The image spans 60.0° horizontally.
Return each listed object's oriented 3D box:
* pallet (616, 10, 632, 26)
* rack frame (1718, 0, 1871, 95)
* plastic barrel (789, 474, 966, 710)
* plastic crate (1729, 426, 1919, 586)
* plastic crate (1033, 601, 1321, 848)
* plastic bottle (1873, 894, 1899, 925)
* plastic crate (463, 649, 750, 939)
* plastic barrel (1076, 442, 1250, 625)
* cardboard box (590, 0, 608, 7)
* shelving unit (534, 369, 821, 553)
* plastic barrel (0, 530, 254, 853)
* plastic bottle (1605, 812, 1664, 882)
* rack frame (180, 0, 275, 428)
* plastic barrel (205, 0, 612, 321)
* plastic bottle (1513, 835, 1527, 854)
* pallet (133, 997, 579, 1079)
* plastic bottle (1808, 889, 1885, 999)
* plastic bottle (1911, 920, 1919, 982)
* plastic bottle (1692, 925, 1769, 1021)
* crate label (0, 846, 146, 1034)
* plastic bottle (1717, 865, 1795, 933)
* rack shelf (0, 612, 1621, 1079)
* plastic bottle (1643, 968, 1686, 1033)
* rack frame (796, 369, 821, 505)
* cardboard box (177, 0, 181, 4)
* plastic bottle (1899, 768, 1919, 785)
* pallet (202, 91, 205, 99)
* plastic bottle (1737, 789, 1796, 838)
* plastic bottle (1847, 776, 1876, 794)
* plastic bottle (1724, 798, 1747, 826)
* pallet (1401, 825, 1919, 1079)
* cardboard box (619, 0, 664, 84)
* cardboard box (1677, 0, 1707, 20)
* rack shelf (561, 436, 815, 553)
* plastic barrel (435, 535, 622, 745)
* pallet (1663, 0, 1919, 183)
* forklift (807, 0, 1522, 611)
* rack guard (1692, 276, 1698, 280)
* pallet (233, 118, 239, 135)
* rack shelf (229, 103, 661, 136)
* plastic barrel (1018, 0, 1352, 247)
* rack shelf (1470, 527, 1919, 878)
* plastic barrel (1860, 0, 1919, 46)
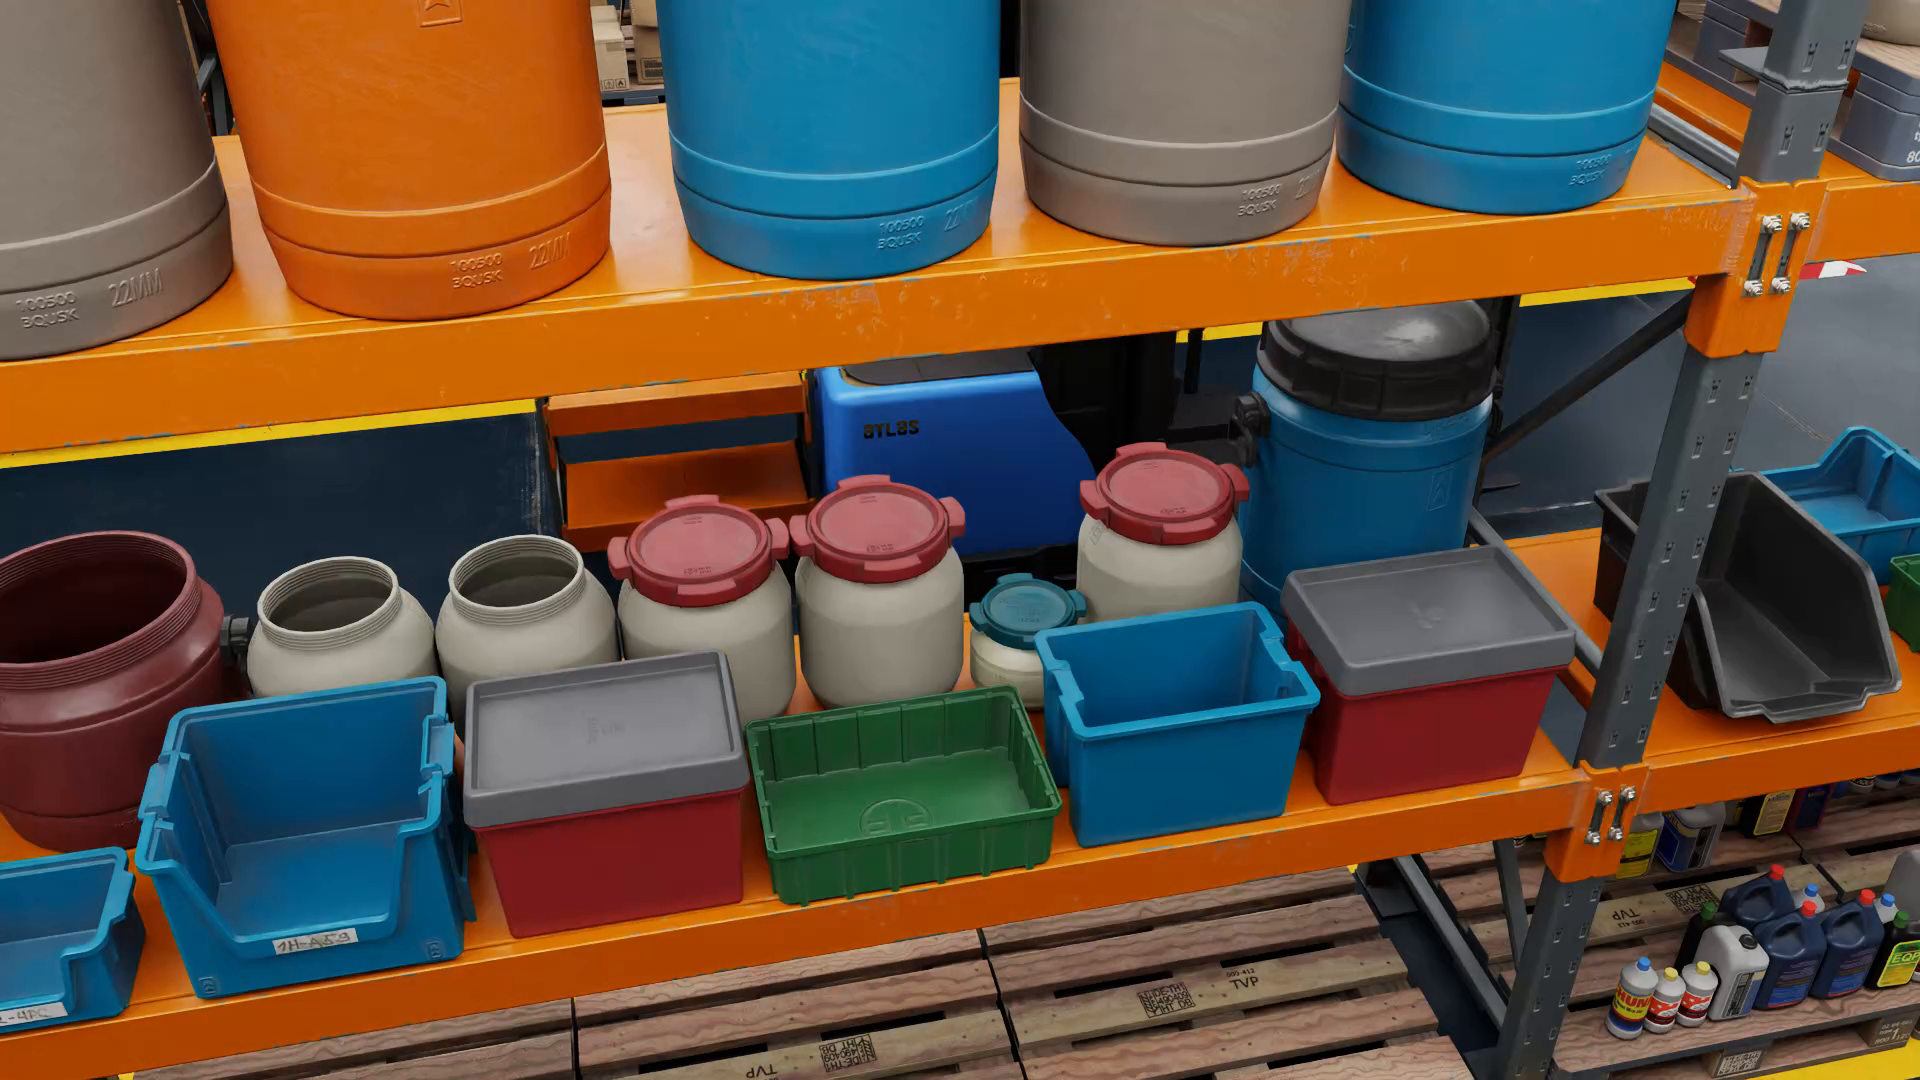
[{"bbox_3d":[-2.520,-3.820,12.753,1.213,0.211,1.003,-7,35,-11],"label":"pallet"},{"bbox_3d":[1.497,-2.357,2.686,0.127,3.000,1.000,-7,35,-11],"label":"rack frame"},{"bbox_3d":[-0.201,0.166,4.188,0.433,0.535,0.433,0,34,0],"label":"plastic barrel"},{"bbox_3d":[2.516,-0.088,4.822,0.616,0.251,0.499,-7,35,-11],"label":"plastic crate"},{"bbox_3d":[0.489,0.446,3.908,0.575,0.384,0.392,-7,35,-11],"label":"plastic crate"},{"bbox_3d":[2.695,1.149,4.899,0.097,0.271,0.097,0,34,0],"label":"plastic bottle"},{"bbox_3d":[-0.761,0.567,3.656,0.583,0.464,0.402,-7,35,-11],"label":"plastic crate"},{"bbox_3d":[0.515,0.076,4.322,0.433,0.535,0.433,0,34,0],"label":"plastic barrel"},{"bbox_3d":[-3.027,-4.150,12.384,0.750,0.750,1.050,-7,34,-10],"label":"cardboard box"},{"bbox_3d":[-1.124,-0.337,6.742,1.048,1.125,0.538,-7,34,-10],"label":"shelving unit"},{"bbox_3d":[-2.019,0.348,3.918,0.708,0.536,0.600,-7,35,-11],"label":"plastic barrel"},{"bbox_3d":[2.093,0.894,5.208,0.185,0.351,0.144,-7,35,-11],"label":"plastic bottle"},{"bbox_3d":[-3.498,-2.066,7.637,0.127,3.000,1.000,-7,35,-11],"label":"rack frame"},{"bbox_3d":[-0.918,-0.861,2.764,0.708,0.830,0.600,-7,35,-11],"label":"plastic barrel"},{"bbox_3d":[1.782,0.900,5.334,0.097,0.201,0.097,0,34,0],"label":"plastic bottle"},{"bbox_3d":[-1.641,1.710,4.513,1.213,0.211,1.003,-7,35,-11],"label":"pallet"},{"bbox_3d":[2.560,1.155,4.820,0.185,0.351,0.144,-9,35,-13],"label":"plastic bottle"},{"bbox_3d":[2.841,1.195,4.894,0.097,0.201,0.097,0,34,0],"label":"plastic bottle"},{"bbox_3d":[2.213,1.227,4.779,0.135,0.276,0.152,-6,34,-9],"label":"plastic bottle"},{"bbox_3d":[-1.911,0.847,3.445,0.416,0.233,0.303,-7,35,-11],"label":"crate label"},{"bbox_3d":[2.344,1.100,4.902,0.185,0.351,0.144,-7,35,-11],"label":"plastic bottle"},{"bbox_3d":[-0.454,0.679,4.192,4.000,0.370,1.077,-7,35,-11],"label":"rack shelf"},{"bbox_3d":[2.003,1.300,4.737,0.097,0.201,0.097,0,34,0],"label":"plastic bottle"},{"bbox_3d":[-0.627,-0.394,6.828,0.032,1.125,0.500,-7,34,-10],"label":"rack frame"},{"bbox_3d":[-5.593,-3.927,11.604,0.500,0.250,0.500,-7,34,-10],"label":"cardboard box"},{"bbox_3d":[3.227,0.688,5.586,0.097,0.271,0.097,0,34,0],"label":"plastic bottle"},{"bbox_3d":[-5.256,-3.521,12.307,1.213,0.211,1.003,-7,35,-11],"label":"pallet"},{"bbox_3d":[2.611,0.833,5.360,0.133,0.283,0.061,-7,35,-11],"label":"plastic bottle"},{"bbox_3d":[3.032,0.742,5.569,0.097,0.201,0.097,0,34,0],"label":"plastic bottle"},{"bbox_3d":[2.563,0.752,5.419,0.185,0.351,0.144,-7,35,-11],"label":"plastic bottle"},{"bbox_3d":[2.161,1.232,5.224,1.213,0.211,1.003,-7,35,-11],"label":"pallet"},{"bbox_3d":[-1.267,-2.512,7.831,0.637,0.503,0.797,-4,34,-6],"label":"cardboard box"},{"bbox_3d":[3.763,-3.162,8.913,0.500,0.500,0.875,-7,35,-11],"label":"cardboard box"},{"bbox_3d":[-1.124,-0.134,6.878,1.000,0.278,0.538,-7,34,-10],"label":"rack shelf"},{"bbox_3d":[-1.038,0.285,4.033,0.421,0.512,0.421,0,34,0],"label":"plastic barrel"},{"bbox_3d":[2.179,-1.175,3.786,1.003,0.211,1.213,-7,35,-11],"label":"pallet"},{"bbox_3d":[0.896,-1.293,6.546,3.031,2.935,1.130,-7,34,-10],"label":"forklift"},{"bbox_3d":[4.231,-2.002,9.785,0.348,0.500,1.175,-7,35,-11],"label":"rack guard"},{"bbox_3d":[-2.826,-2.132,7.907,1.003,0.211,1.213,-7,35,-11],"label":"pallet"},{"bbox_3d":[-1.547,-2.013,8.203,4.000,0.370,1.077,-7,35,-11],"label":"rack shelf"},{"bbox_3d":[0.410,-1.059,2.994,0.600,0.901,0.600,0,34,0],"label":"plastic barrel"},{"bbox_3d":[3.447,0.187,4.925,4.000,0.370,1.077,-7,35,-11],"label":"rack shelf"},{"bbox_3d":[1.960,-1.278,3.294,0.421,0.512,0.421,0,34,0],"label":"plastic barrel"}]
